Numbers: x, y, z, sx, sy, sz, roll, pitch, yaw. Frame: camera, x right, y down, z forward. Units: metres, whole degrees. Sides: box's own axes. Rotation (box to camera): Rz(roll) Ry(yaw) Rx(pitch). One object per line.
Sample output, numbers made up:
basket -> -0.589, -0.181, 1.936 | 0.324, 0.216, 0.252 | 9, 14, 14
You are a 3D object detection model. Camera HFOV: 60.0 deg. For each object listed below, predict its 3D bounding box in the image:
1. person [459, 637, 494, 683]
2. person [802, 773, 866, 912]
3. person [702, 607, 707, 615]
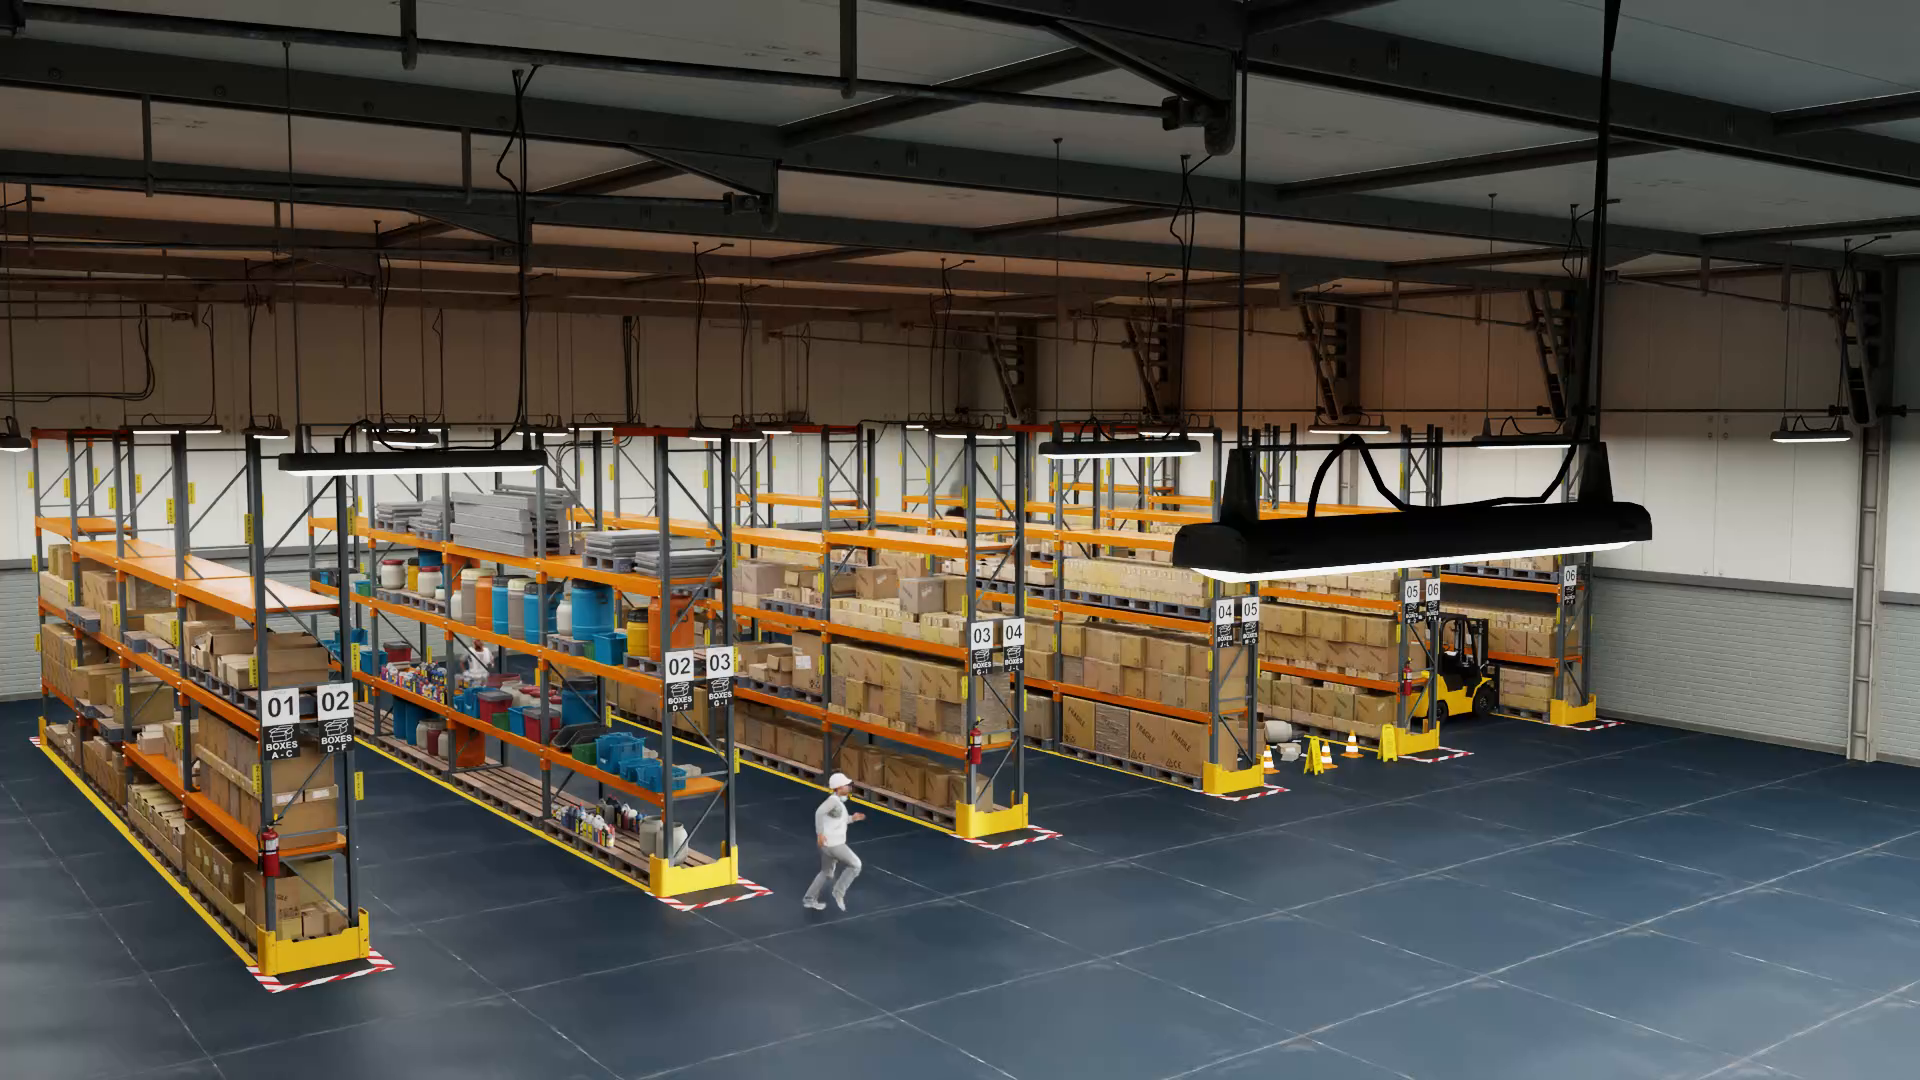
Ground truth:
person -> -9.805, 2.792, 33.843 | 0.688, 1.758, 0.844 | -4, 6, -43
person -> -1.583, 3.803, 20.894 | 0.805, 1.752, 0.684 | 0, 4, -6
person -> -5.985, 2.393, 39.252 | 0.720, 1.738, 0.577 | -2, 5, -25
